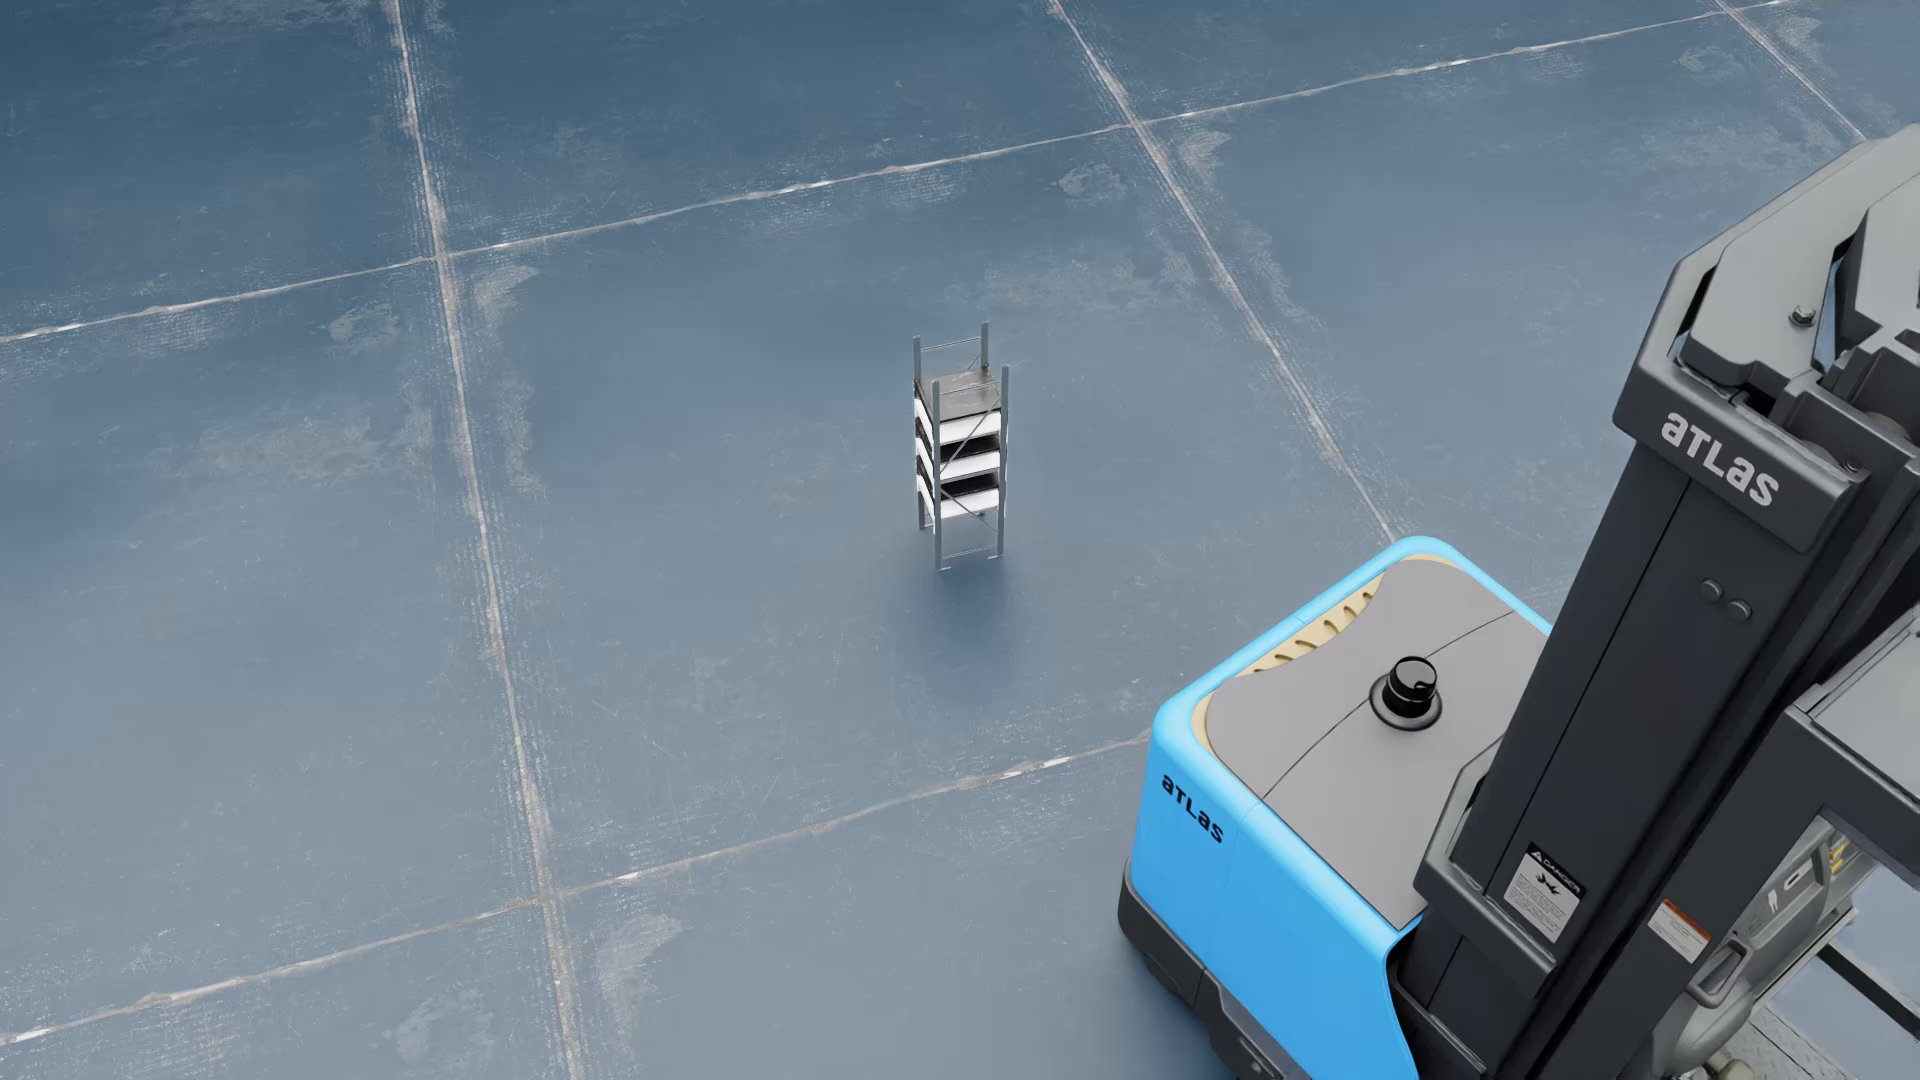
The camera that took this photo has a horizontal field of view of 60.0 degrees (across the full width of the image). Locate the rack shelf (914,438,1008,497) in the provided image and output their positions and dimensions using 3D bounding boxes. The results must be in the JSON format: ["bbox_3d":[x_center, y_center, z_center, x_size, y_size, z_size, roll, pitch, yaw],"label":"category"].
[{"bbox_3d":[0.002,-0.263,5.426,0.258,0.077,0.200,-13,51,-11],"label":"rack shelf"}]

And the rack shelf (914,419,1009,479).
[{"bbox_3d":[0.002,-0.321,5.358,0.258,0.077,0.200,-13,51,-11],"label":"rack shelf"}]

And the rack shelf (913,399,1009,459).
[{"bbox_3d":[0.002,-0.379,5.289,0.258,0.077,0.200,-13,51,-11],"label":"rack shelf"}]

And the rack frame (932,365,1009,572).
[{"bbox_3d":[0.032,-0.210,5.338,0.240,0.900,0.006,-13,51,-11],"label":"rack frame"}]

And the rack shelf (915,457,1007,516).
[{"bbox_3d":[0.002,-0.205,5.495,0.258,0.077,0.200,-13,51,-11],"label":"rack shelf"}]

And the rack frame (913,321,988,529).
[{"bbox_3d":[-0.028,-0.358,5.464,0.240,0.900,0.006,-13,51,-11],"label":"rack frame"}]

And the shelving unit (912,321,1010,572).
[{"bbox_3d":[0.002,-0.284,5.401,0.258,0.900,0.210,-13,51,-11],"label":"shelving unit"}]

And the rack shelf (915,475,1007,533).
[{"bbox_3d":[0.002,-0.147,5.564,0.258,0.077,0.200,-13,51,-11],"label":"rack shelf"}]

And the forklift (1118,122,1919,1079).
[{"bbox_3d":[1.754,0.826,3.136,1.130,2.935,3.031,-31,56,-23],"label":"forklift"}]

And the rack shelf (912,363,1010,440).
[{"bbox_3d":[0.002,-0.437,5.220,0.258,0.077,0.200,-13,51,-11],"label":"rack shelf"}]
